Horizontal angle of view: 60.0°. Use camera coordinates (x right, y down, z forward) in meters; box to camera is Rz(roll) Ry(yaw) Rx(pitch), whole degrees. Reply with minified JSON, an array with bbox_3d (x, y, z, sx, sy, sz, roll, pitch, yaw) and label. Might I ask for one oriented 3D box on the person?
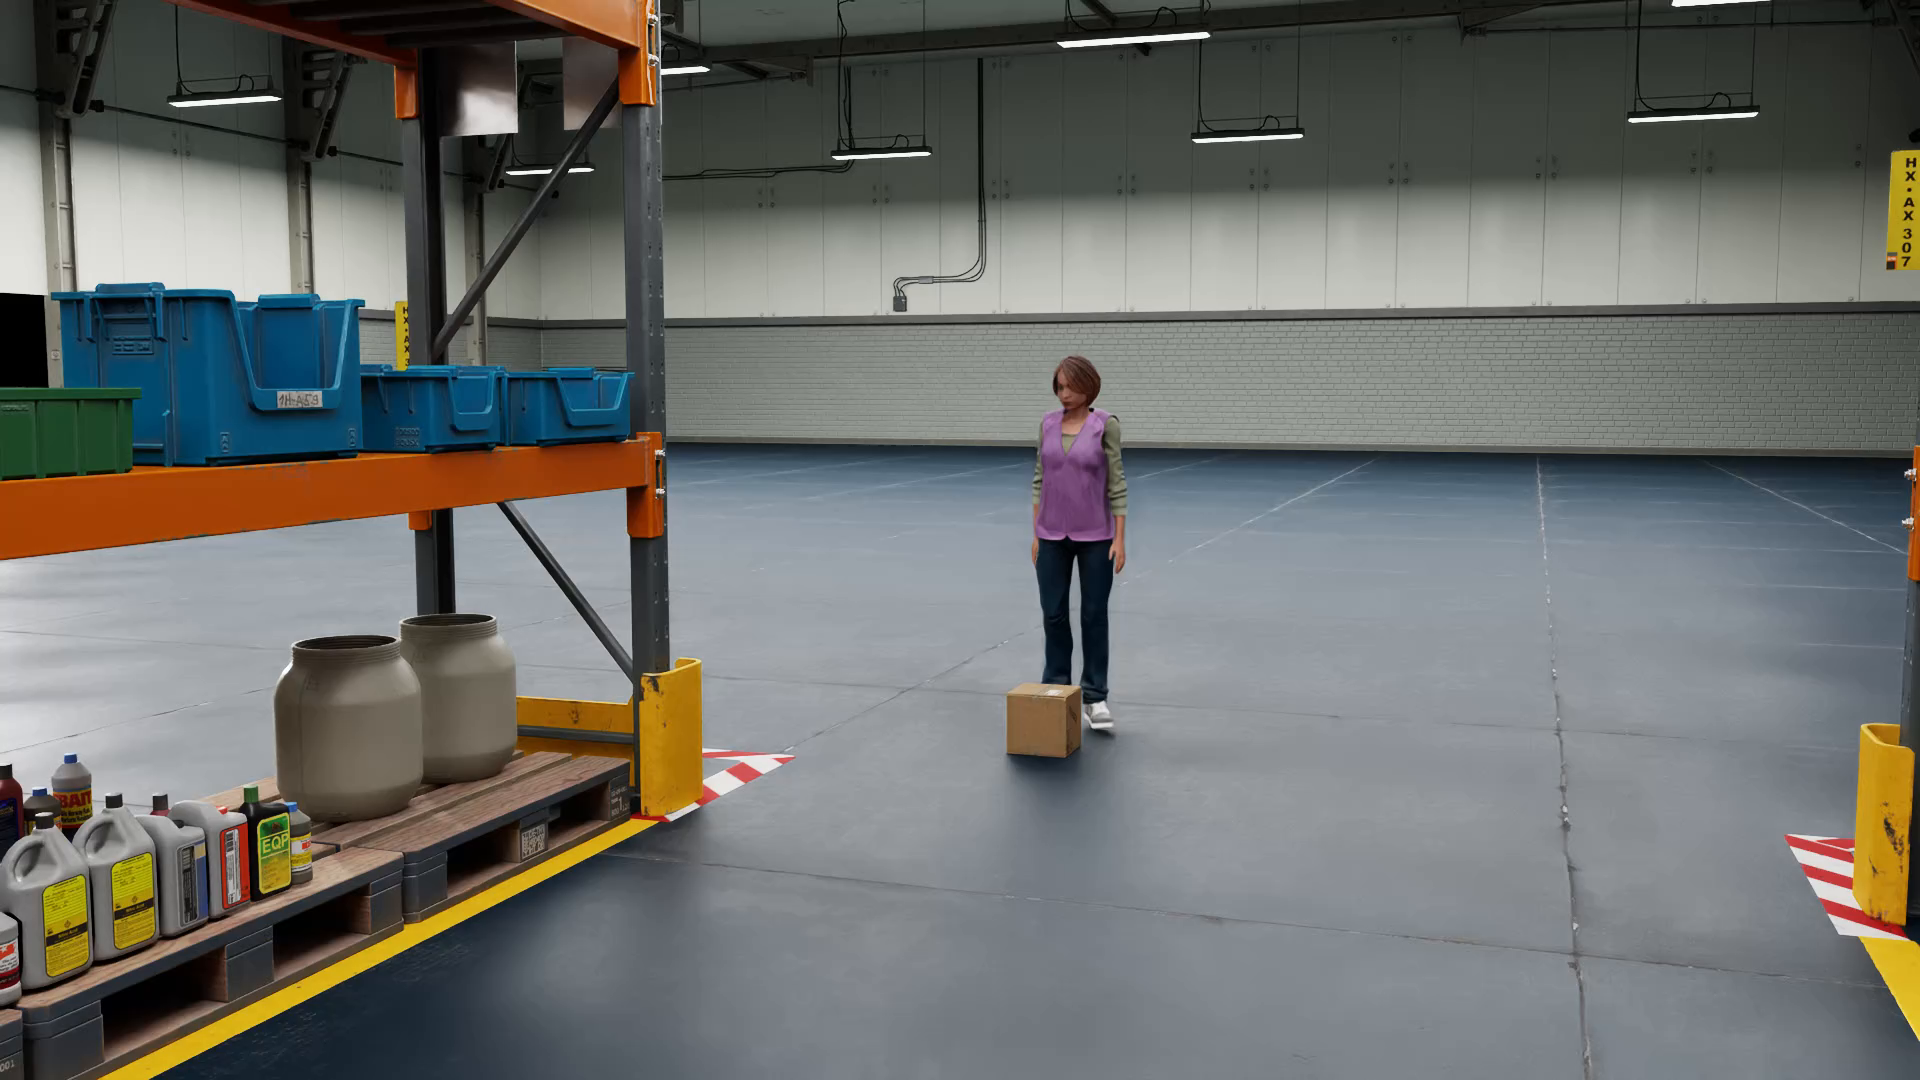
[{"bbox_3d":[0.512,0.010,7.188,0.433,1.600,0.313,2,6,20],"label":"person"}]
